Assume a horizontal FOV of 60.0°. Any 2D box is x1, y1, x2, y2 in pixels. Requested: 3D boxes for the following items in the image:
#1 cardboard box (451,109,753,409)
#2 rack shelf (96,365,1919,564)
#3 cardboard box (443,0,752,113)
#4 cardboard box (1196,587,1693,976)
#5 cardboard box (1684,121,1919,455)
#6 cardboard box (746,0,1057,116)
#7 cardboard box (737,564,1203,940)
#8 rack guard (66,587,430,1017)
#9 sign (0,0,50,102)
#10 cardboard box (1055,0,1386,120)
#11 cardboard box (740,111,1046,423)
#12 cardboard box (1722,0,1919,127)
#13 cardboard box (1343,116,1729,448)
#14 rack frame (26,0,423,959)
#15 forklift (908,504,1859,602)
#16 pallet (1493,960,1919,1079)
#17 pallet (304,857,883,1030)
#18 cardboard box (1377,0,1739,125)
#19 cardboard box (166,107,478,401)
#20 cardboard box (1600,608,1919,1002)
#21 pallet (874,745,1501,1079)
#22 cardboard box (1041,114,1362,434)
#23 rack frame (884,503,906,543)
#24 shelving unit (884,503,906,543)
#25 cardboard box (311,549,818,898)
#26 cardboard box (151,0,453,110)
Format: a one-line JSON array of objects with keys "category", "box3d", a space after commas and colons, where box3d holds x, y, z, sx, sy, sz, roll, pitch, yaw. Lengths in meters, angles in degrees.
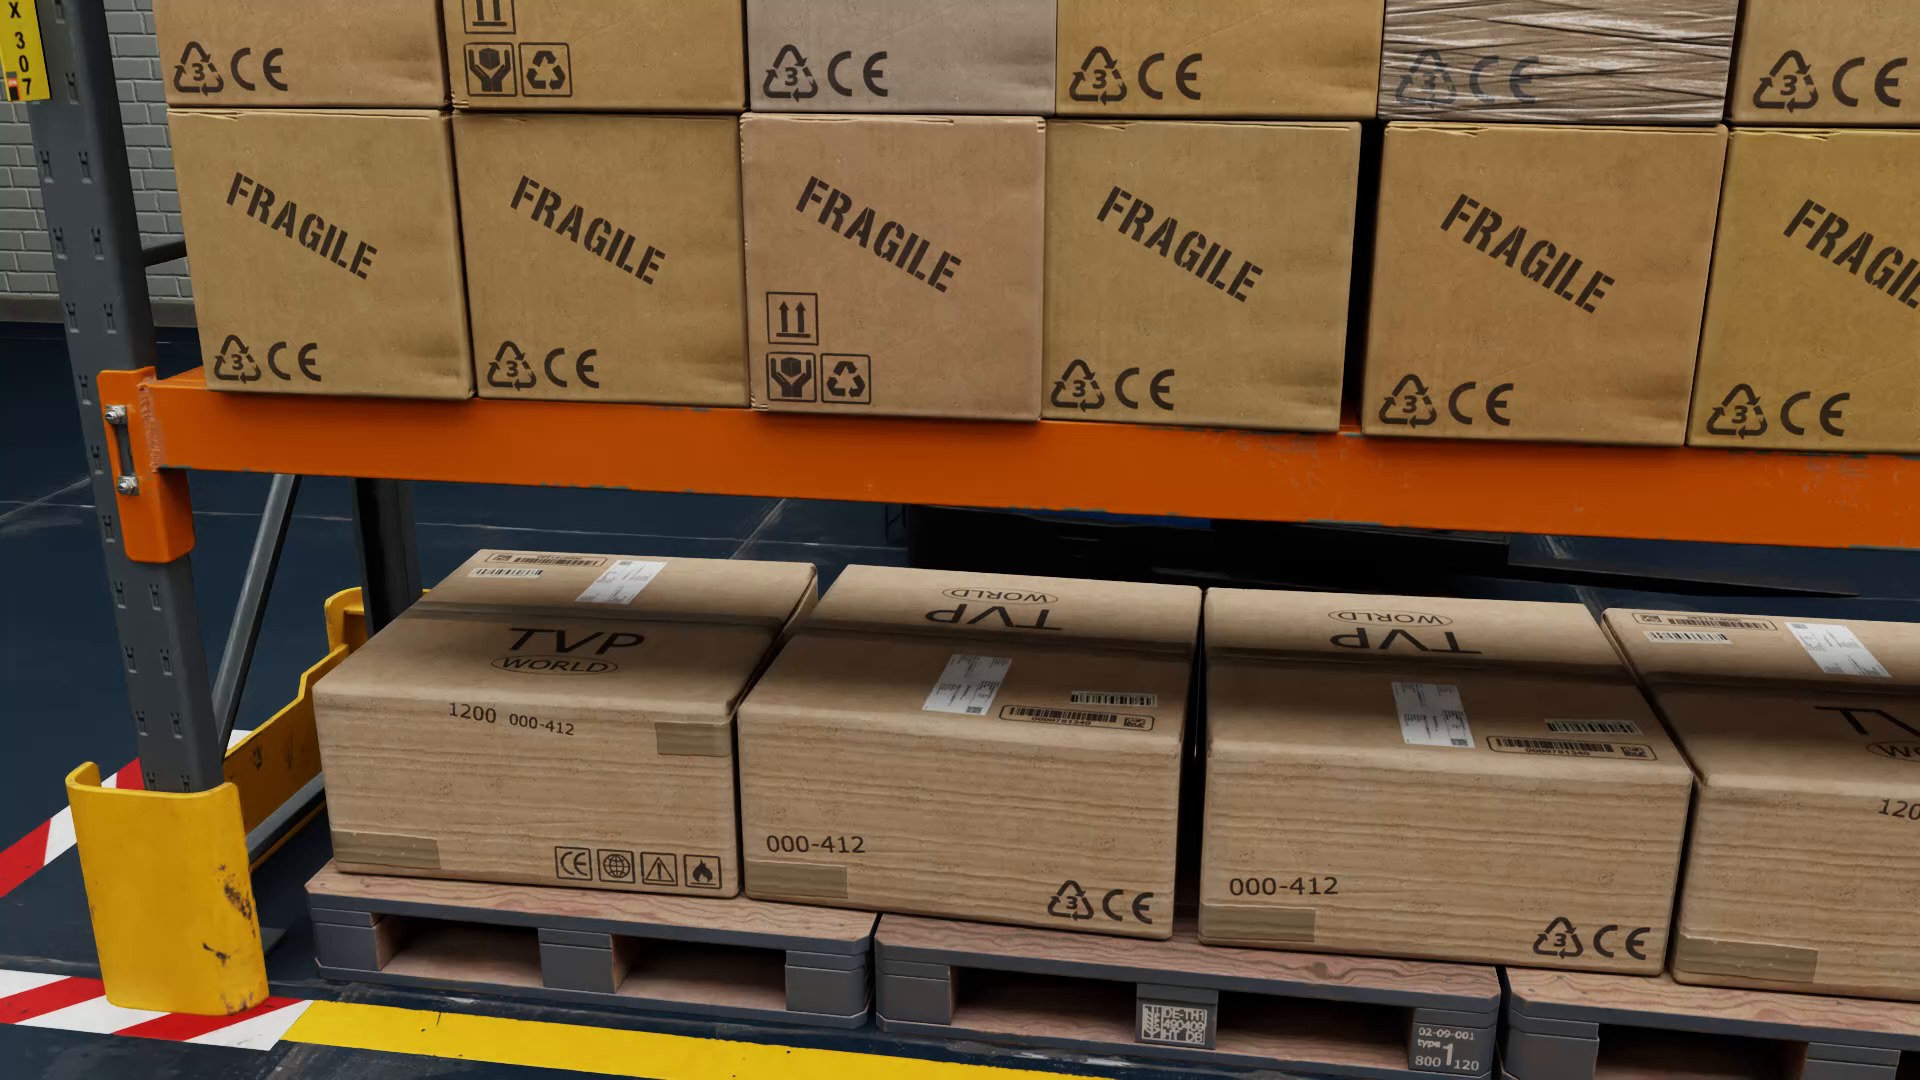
[{"category": "cardboard box", "box3d": [-0.574, -0.553, 3.071, 0.500, 0.500, 0.500, 3, 19, 8]}, {"category": "rack shelf", "box3d": [0.468, -0.195, 3.291, 4.000, 0.370, 1.077, 3, 19, 9]}, {"category": "cardboard box", "box3d": [-0.567, -1.021, 2.893, 0.500, 0.500, 0.500, 2, 19, 7]}, {"category": "cardboard box", "box3d": [0.956, 0.471, 3.545, 0.875, 0.438, 0.875, 2, 19, 7]}, {"category": "cardboard box", "box3d": [1.435, -0.450, 2.763, 0.500, 0.500, 0.500, 2, 19, 7]}, {"category": "cardboard box", "box3d": [-0.057, -0.997, 2.823, 0.500, 0.500, 0.500, 3, 19, 8]}, {"category": "cardboard box", "box3d": [0.066, 0.425, 3.682, 0.875, 0.438, 0.875, 3, 19, 10]}, {"category": "rack guard", "box3d": [-1.530, 0.548, 3.878, 0.348, 0.500, 1.175, 3, 19, 9]}, {"category": "sign", "box3d": [-1.600, -0.911, 2.809, 0.005, 0.325, 0.100, 3, 19, 9]}, {"category": "cardboard box", "box3d": [0.436, -0.972, 2.749, 0.500, 0.500, 0.500, 3, 19, 9]}, {"category": "cardboard box", "box3d": [-0.075, -0.522, 2.977, 0.500, 0.500, 0.500, 3, 19, 8]}, {"category": "cardboard box", "box3d": [1.433, -0.922, 2.598, 0.500, 0.500, 0.500, 3, 19, 8]}, {"category": "cardboard box", "box3d": [0.937, -0.471, 2.825, 0.500, 0.500, 0.500, 3, 19, 8]}, {"category": "rack frame", "box3d": [-1.507, -0.636, 3.478, 0.127, 3.000, 1.000, 3, 19, 9]}, {"category": "forklift", "box3d": [1.395, -1.245, 5.405, 3.031, 2.935, 1.130, 5, 19, 15]}, {"category": "pallet", "box3d": [1.704, 0.825, 3.506, 1.213, 0.211, 1.003, 3, 19, 9]}, {"category": "pallet", "box3d": [-0.705, 0.702, 3.873, 1.213, 0.211, 1.003, 3, 19, 9]}, {"category": "cardboard box", "box3d": [0.929, -0.945, 2.666, 0.500, 0.500, 0.500, 3, 19, 9]}, {"category": "cardboard box", "box3d": [-1.078, -0.570, 3.121, 0.500, 0.500, 0.500, 3, 19, 8]}, {"category": "cardboard box", "box3d": [1.840, 0.516, 3.411, 0.875, 0.438, 0.875, 3, 19, 8]}, {"category": "pallet", "box3d": [0.496, 0.764, 3.687, 1.213, 0.211, 1.003, 3, 19, 9]}, {"category": "cardboard box", "box3d": [0.422, -0.502, 2.918, 0.500, 0.500, 0.500, 4, 19, 10]}, {"category": "rack frame", "box3d": [-0.247, -0.451, 6.232, 0.006, 0.900, 0.240, 5, 19, 15]}, {"category": "shelving unit", "box3d": [-0.149, -0.442, 6.205, 0.210, 0.900, 0.258, 5, 19, 15]}, {"category": "cardboard box", "box3d": [-0.839, 0.381, 3.812, 0.875, 0.438, 0.875, 2, 19, 7]}, {"category": "cardboard box", "box3d": [-1.078, -1.045, 2.964, 0.500, 0.500, 0.500, 3, 19, 7]}]
